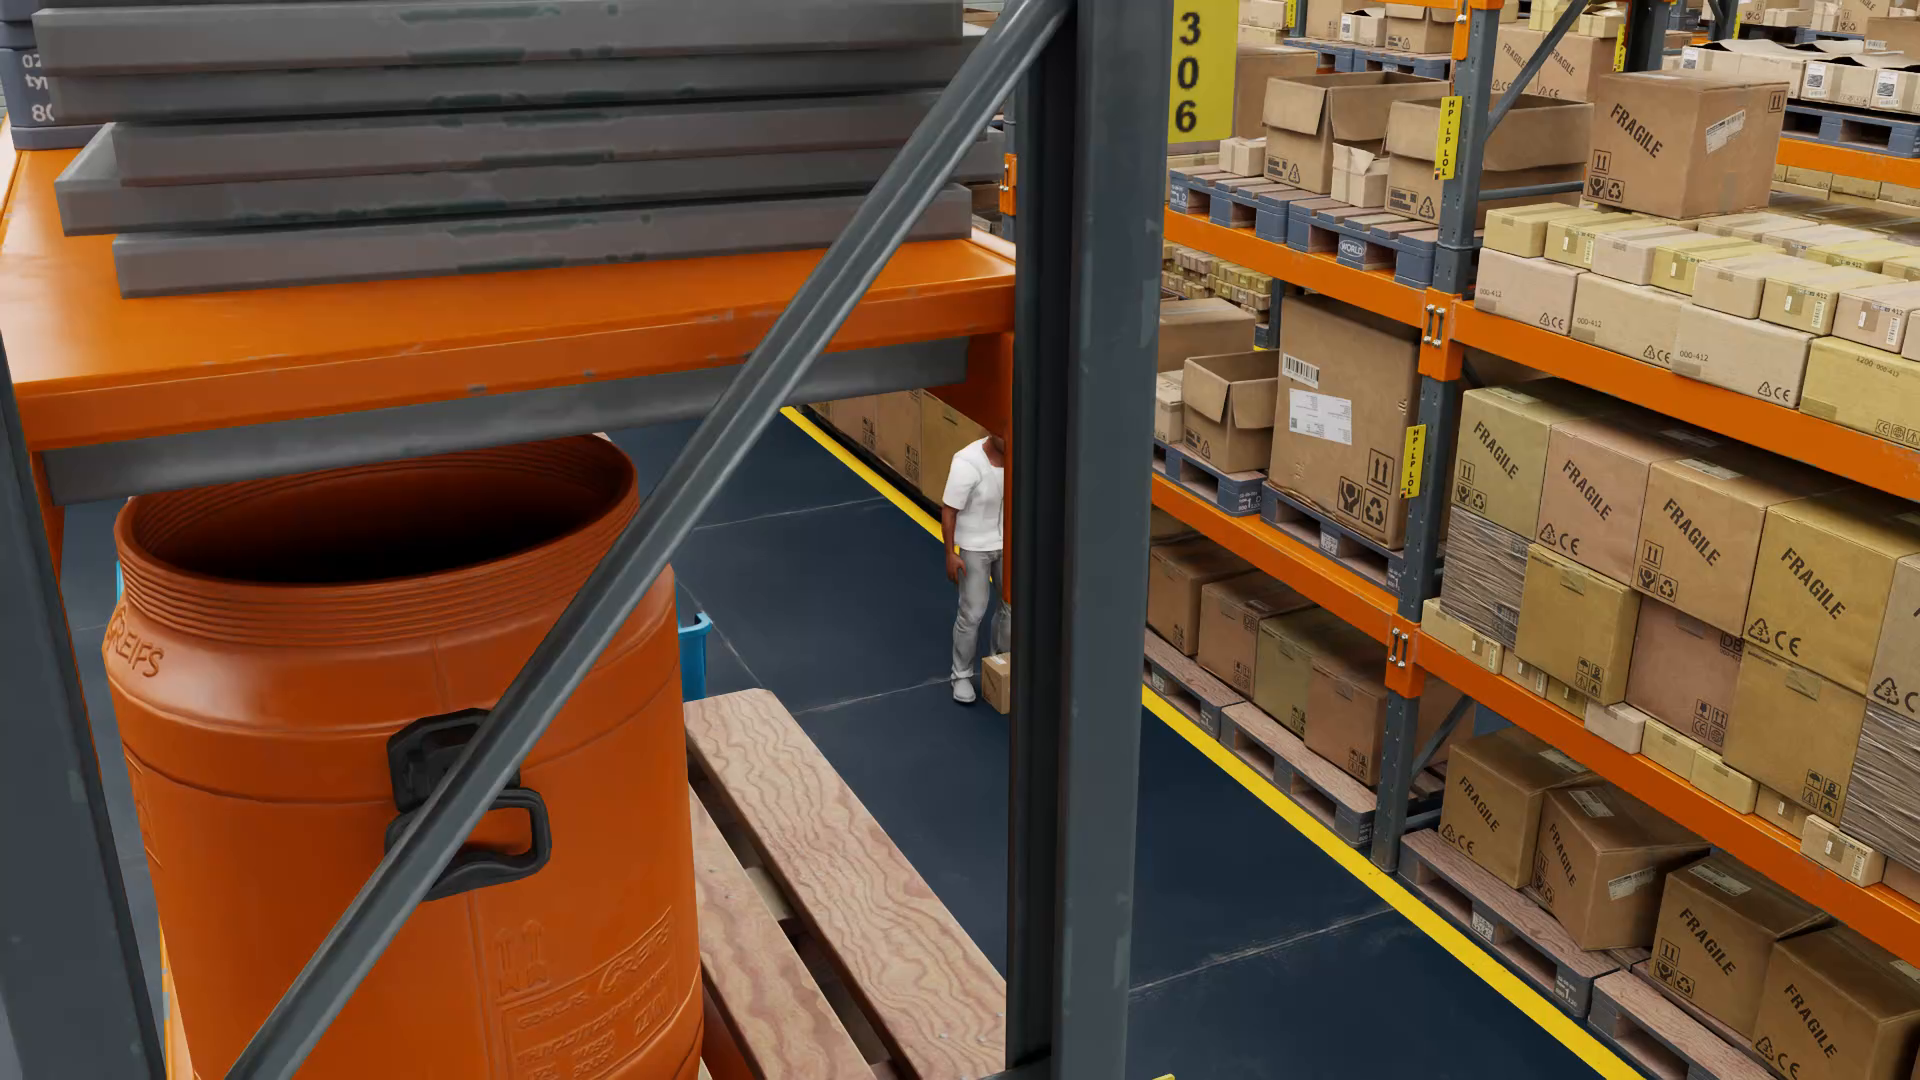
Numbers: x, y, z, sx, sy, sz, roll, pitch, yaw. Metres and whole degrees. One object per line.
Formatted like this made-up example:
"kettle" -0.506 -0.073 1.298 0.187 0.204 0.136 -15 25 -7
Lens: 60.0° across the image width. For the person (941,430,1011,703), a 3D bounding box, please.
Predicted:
"person" 0.190 0.041 9.466 0.630 1.759 0.460 -12 25 -27
